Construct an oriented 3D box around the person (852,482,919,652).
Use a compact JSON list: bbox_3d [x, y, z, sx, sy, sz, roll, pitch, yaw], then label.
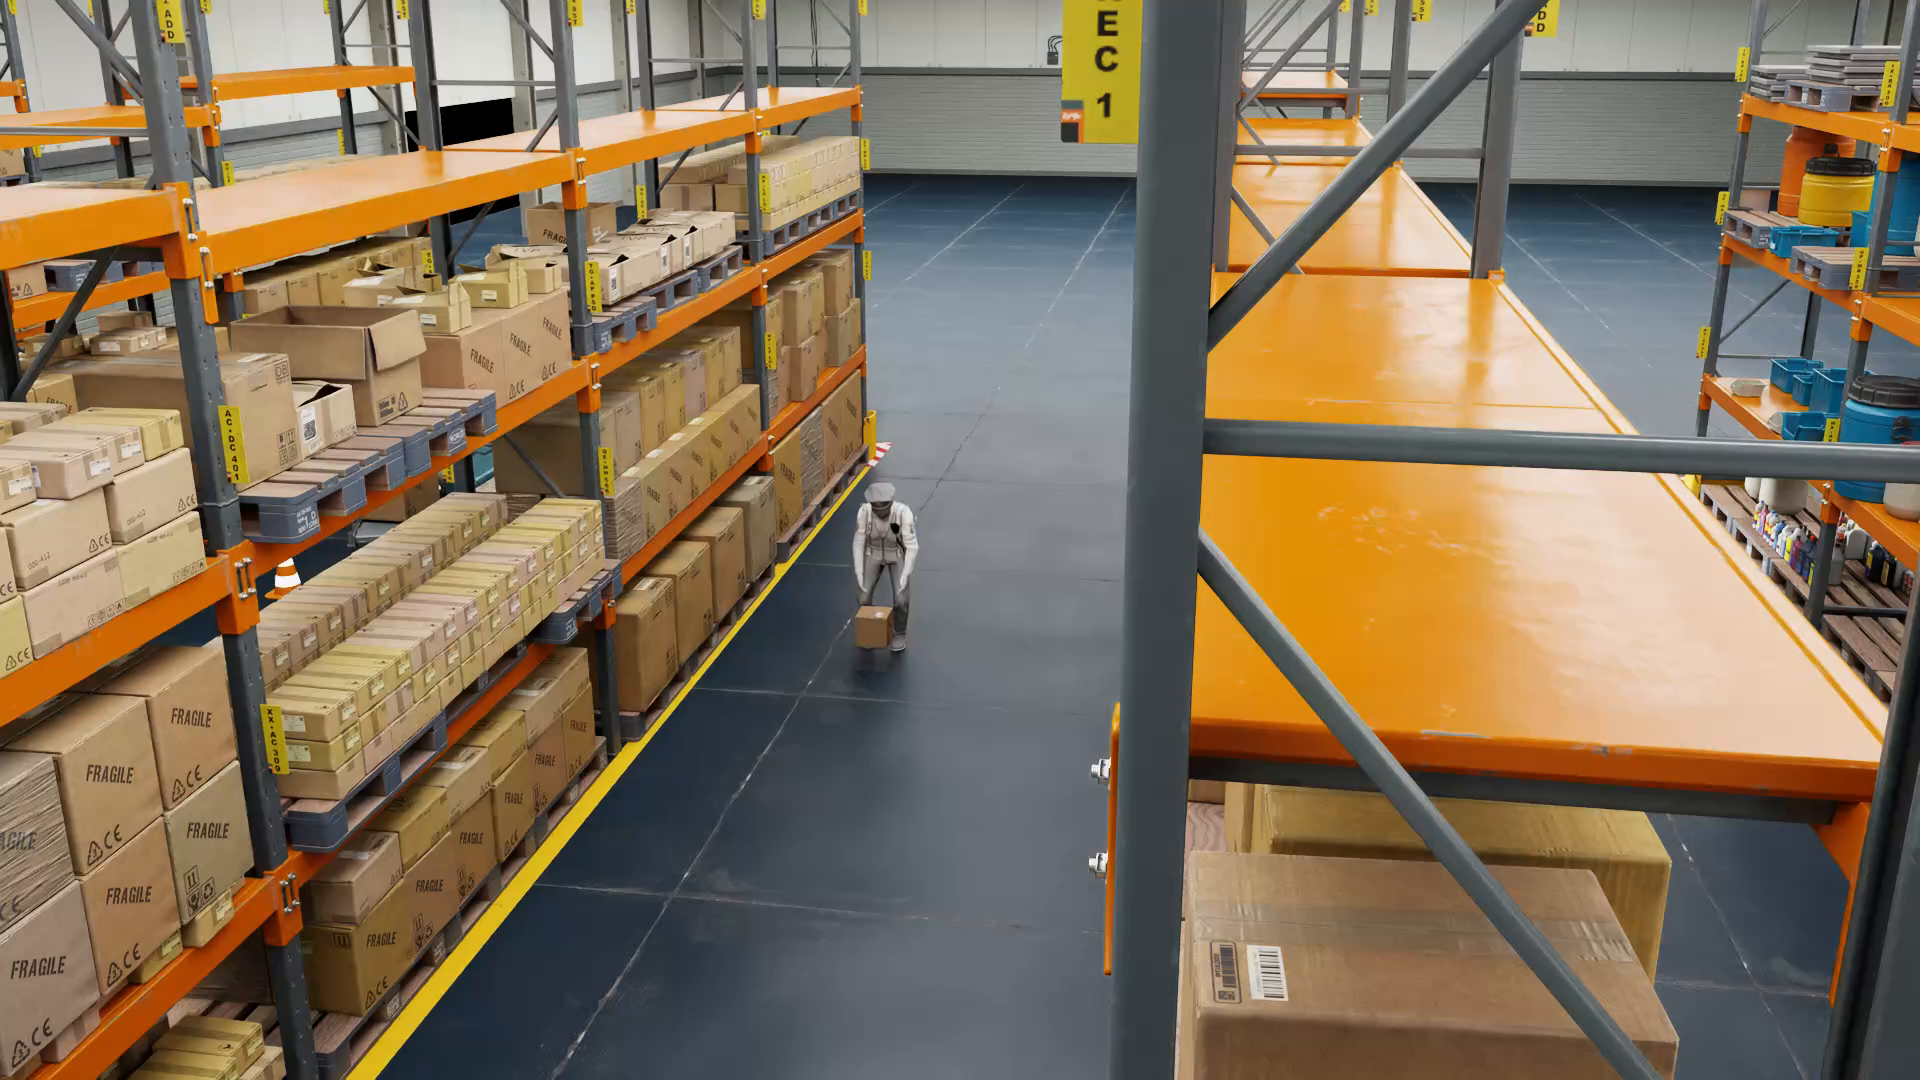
[{"bbox_3d":[-0.585,0.193,13.291,0.534,1.430,0.673,3,18,9],"label":"person"}]
